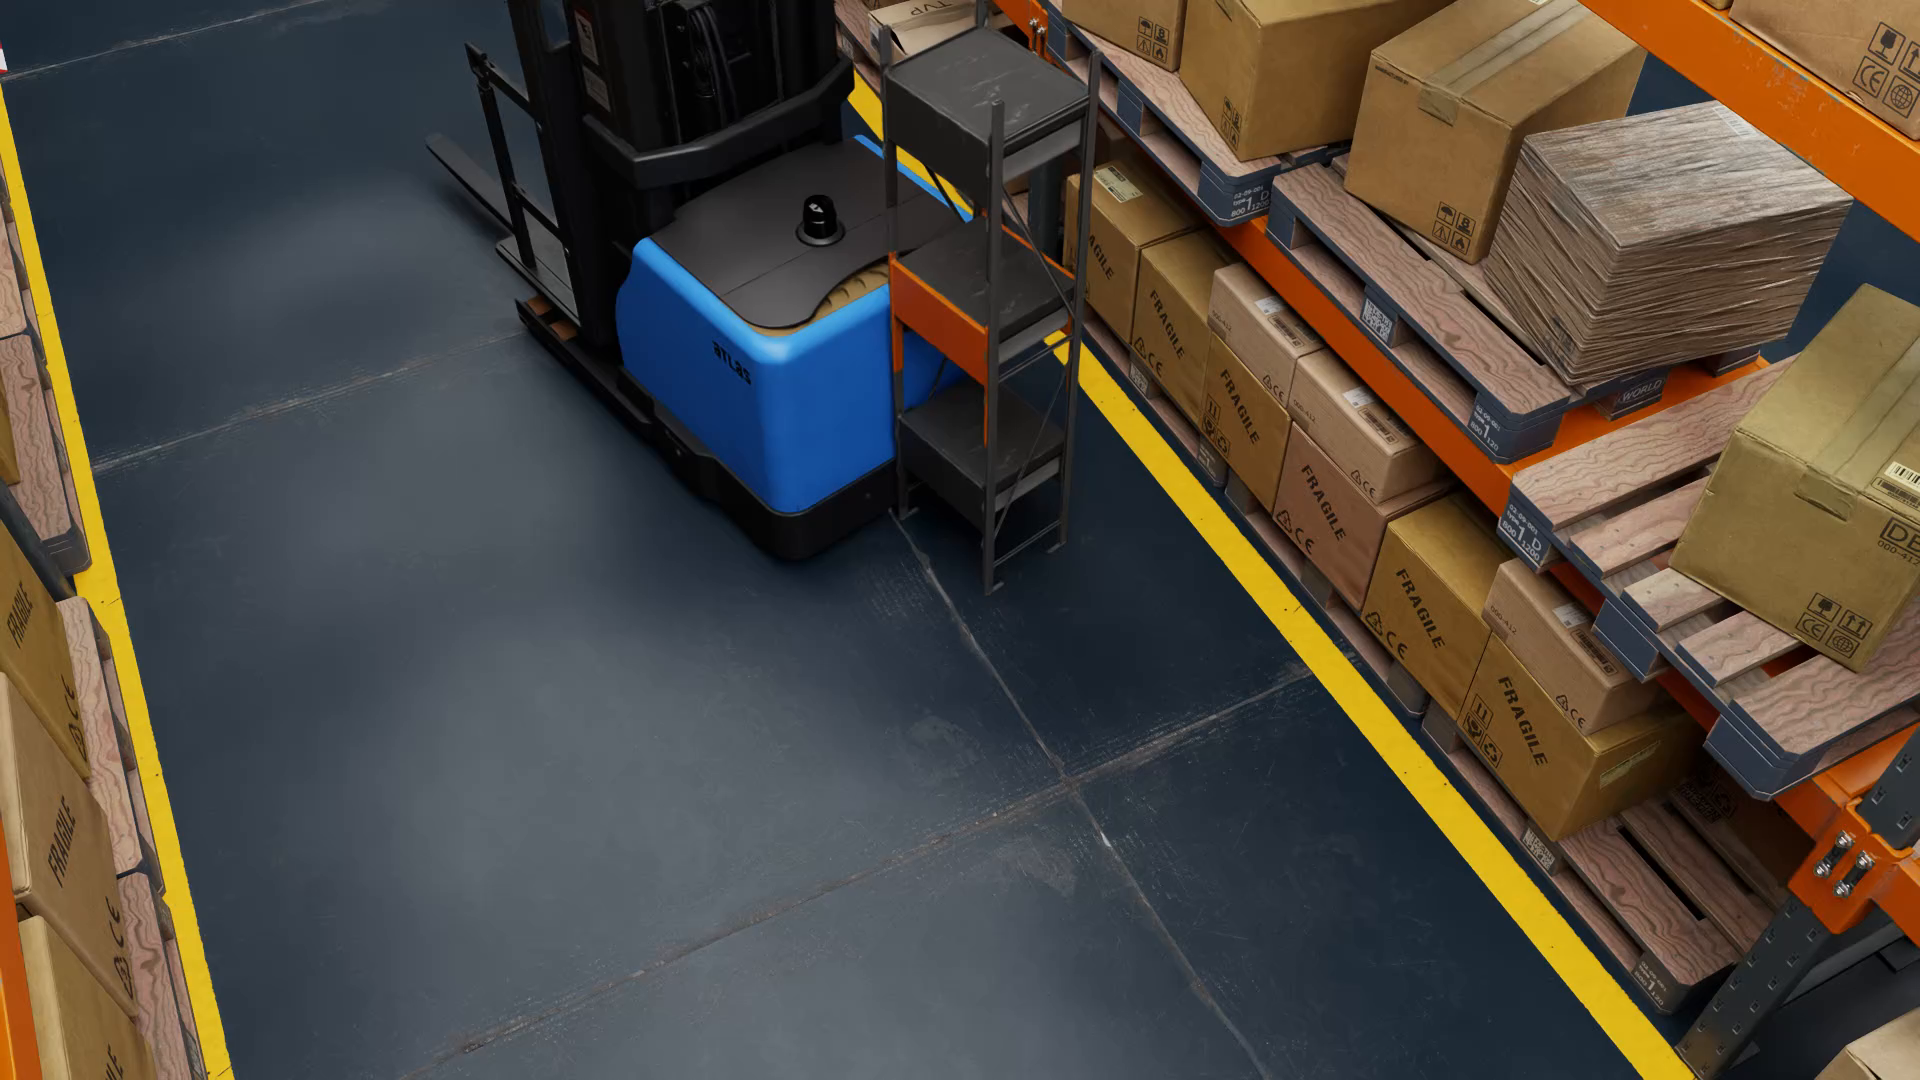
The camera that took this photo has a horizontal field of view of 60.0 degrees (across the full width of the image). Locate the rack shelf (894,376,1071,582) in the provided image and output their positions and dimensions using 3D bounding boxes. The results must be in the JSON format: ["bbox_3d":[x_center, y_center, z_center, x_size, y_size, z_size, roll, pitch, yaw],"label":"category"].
[{"bbox_3d":[0.083,-0.253,6.024,0.431,0.518,0.480,-33,56,-25],"label":"rack shelf"}]

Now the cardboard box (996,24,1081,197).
[{"bbox_3d":[0.243,-1.891,7.279,0.500,0.500,0.500,-21,52,-18],"label":"cardboard box"}]

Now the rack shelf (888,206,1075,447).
[{"bbox_3d":[0.083,-0.714,5.497,0.431,0.518,0.480,-33,56,-25],"label":"rack shelf"}]

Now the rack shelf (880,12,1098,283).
[{"bbox_3d":[0.083,-1.175,4.970,0.431,0.518,0.480,-33,56,-25],"label":"rack shelf"}]

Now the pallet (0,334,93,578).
[{"bbox_3d":[-3.926,-0.194,6.280,1.003,0.211,1.213,-21,52,-18],"label":"pallet"}]

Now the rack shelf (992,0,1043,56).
[{"bbox_3d":[-0.160,-3.387,7.697,1.077,0.370,4.000,-21,52,-18],"label":"rack shelf"}]

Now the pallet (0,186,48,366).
[{"bbox_3d":[-4.488,-1.012,6.995,1.003,0.211,1.213,-21,52,-18],"label":"pallet"}]

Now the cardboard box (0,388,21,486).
[{"bbox_3d":[-3.898,-0.427,6.013,0.700,0.500,0.500,-21,52,-17],"label":"cardboard box"}]

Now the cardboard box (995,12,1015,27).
[{"bbox_3d":[0.351,-2.428,7.971,0.380,0.166,0.250,-21,52,-18],"label":"cardboard box"}]

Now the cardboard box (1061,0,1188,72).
[{"bbox_3d":[0.774,-2.062,5.715,0.500,0.500,0.700,35,58,27],"label":"cardboard box"}]

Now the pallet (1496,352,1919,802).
[{"bbox_3d":[2.214,0.026,4.362,1.213,0.211,1.003,-21,52,-18],"label":"pallet"}]

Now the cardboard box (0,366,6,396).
[{"bbox_3d":[-4.125,-0.765,6.308,0.700,0.500,0.500,-22,52,-18],"label":"cardboard box"}]

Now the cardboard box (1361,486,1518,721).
[{"bbox_3d":[1.713,0.179,5.469,0.500,0.500,0.500,-23,53,-19],"label":"cardboard box"}]

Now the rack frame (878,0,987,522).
[{"bbox_3d":[-0.076,-0.862,5.609,0.400,2.100,0.015,-33,56,-25],"label":"rack frame"}]

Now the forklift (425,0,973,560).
[{"bbox_3d":[-1.199,-1.936,5.996,1.130,2.935,3.031,-33,56,-25],"label":"forklift"}]

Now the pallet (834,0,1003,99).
[{"bbox_3d":[-0.120,-2.645,8.423,1.003,0.211,1.213,-21,52,-18],"label":"pallet"}]

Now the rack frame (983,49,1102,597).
[{"bbox_3d":[0.242,-0.583,5.365,0.400,2.100,0.015,-33,56,-25],"label":"rack frame"}]

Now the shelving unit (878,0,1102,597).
[{"bbox_3d":[0.083,-0.723,5.487,0.431,2.100,0.503,-33,56,-25],"label":"shelving unit"}]

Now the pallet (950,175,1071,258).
[{"bbox_3d":[0.442,-1.827,7.708,1.003,0.211,1.213,-21,52,-18],"label":"pallet"}]

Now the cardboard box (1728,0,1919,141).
[{"bbox_3d":[2.123,-1.250,3.291,0.910,0.500,0.500,-21,52,-18],"label":"cardboard box"}]

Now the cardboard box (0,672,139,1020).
[{"bbox_3d":[-2.825,0.977,4.552,0.750,0.750,0.750,-20,52,-16],"label":"cardboard box"}]

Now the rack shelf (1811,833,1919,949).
[{"bbox_3d":[3.501,1.967,3.014,1.077,0.370,4.000,-21,52,-18],"label":"rack shelf"}]

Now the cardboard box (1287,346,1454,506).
[{"bbox_3d":[1.448,-0.441,5.513,0.500,0.250,0.500,-22,52,-18],"label":"cardboard box"}]

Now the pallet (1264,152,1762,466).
[{"bbox_3d":[1.692,-0.845,5.124,1.003,0.211,1.213,-21,52,-18],"label":"pallet"}]

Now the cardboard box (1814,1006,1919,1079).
[{"bbox_3d":[2.565,1.426,4.185,0.500,0.311,0.500,-20,52,-16],"label":"cardboard box"}]

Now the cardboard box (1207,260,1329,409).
[{"bbox_3d":[1.218,-0.777,5.807,0.500,0.250,0.500,-21,52,-17],"label":"cardboard box"}]

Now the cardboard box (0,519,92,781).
[{"bbox_3d":[-3.234,0.383,5.071,0.750,0.750,0.750,-21,52,-17],"label":"cardboard box"}]

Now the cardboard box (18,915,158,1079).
[{"bbox_3d":[-2.432,1.544,4.056,0.750,0.750,0.750,-21,52,-18],"label":"cardboard box"}]

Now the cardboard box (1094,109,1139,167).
[{"bbox_3d":[0.756,-1.900,7.413,0.500,0.311,0.500,-21,52,-18],"label":"cardboard box"}]

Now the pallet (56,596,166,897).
[{"bbox_3d":[-3.227,0.832,5.382,1.003,0.211,1.213,-21,52,-18],"label":"pallet"}]

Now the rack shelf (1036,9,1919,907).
[{"bbox_3d":[1.671,-0.710,5.356,1.077,0.370,4.000,-21,52,-18],"label":"rack shelf"}]

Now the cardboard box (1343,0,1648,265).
[{"bbox_3d":[1.619,-1.295,5.044,0.700,0.500,0.500,-34,57,-26],"label":"cardboard box"}]

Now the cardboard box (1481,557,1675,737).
[{"bbox_3d":[1.920,0.242,4.916,0.500,0.250,0.500,-19,52,-16],"label":"cardboard box"}]

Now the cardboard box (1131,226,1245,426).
[{"bbox_3d":[1.014,-0.846,6.366,0.500,0.500,0.500,-20,52,-17],"label":"cardboard box"}]

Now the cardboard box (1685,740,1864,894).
[{"bbox_3d":[2.632,0.667,5.042,0.500,0.500,0.500,-19,52,-16],"label":"cardboard box"}]

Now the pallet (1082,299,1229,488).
[{"bbox_3d":[1.162,-0.836,6.841,1.003,0.211,1.213,-21,52,-18],"label":"pallet"}]

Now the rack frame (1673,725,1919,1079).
[{"bbox_3d":[2.586,0.392,3.914,1.000,3.000,0.127,-21,52,-18],"label":"rack frame"}]

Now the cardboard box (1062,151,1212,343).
[{"bbox_3d":[0.760,-1.199,6.675,0.500,0.500,0.500,-23,53,-19],"label":"cardboard box"}]

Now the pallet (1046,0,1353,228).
[{"bbox_3d":[1.024,-1.649,5.827,1.003,0.211,1.213,-21,52,-18],"label":"pallet"}]

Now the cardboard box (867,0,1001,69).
[{"bbox_3d":[-0.100,-2.330,7.789,0.500,0.311,0.500,-21,52,-18],"label":"cardboard box"}]

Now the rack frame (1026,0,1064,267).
[{"bbox_3d":[0.756,-2.285,6.256,1.000,3.000,0.127,-21,52,-18],"label":"rack frame"}]

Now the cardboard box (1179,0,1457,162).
[{"bbox_3d":[1.145,-1.624,5.332,0.700,0.500,0.500,-14,50,-12],"label":"cardboard box"}]

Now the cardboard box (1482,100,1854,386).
[{"bbox_3d":[1.949,-0.840,4.646,0.700,0.500,0.500,-12,50,-11],"label":"cardboard box"}]

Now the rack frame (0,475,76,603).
[{"bbox_3d":[-3.647,-0.576,4.761,1.000,3.000,0.127,-21,52,-18],"label":"rack frame"}]

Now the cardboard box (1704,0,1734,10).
[{"bbox_3d":[1.885,-1.598,3.596,0.910,0.500,0.500,-21,52,-18],"label":"cardboard box"}]

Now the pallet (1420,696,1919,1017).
[{"bbox_3d":[2.278,0.797,5.412,1.003,0.211,1.213,-21,52,-18],"label":"pallet"}]

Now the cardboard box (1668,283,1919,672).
[{"bbox_3d":[2.198,-0.162,4.053,0.500,0.500,0.700,35,58,27],"label":"cardboard box"}]

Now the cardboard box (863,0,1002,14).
[{"bbox_3d":[-0.109,-2.864,8.128,0.797,0.503,0.637,-21,52,-18],"label":"cardboard box"}]

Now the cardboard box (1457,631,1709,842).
[{"bbox_3d":[1.949,0.525,5.166,0.500,0.500,0.500,-19,52,-16],"label":"cardboard box"}]

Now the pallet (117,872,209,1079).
[{"bbox_3d":[-2.665,1.650,4.667,1.003,0.211,1.213,-21,52,-18],"label":"pallet"}]

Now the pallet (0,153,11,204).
[{"bbox_3d":[-5.042,-1.827,7.708,1.003,0.211,1.213,-21,52,-18],"label":"pallet"}]

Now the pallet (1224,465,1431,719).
[{"bbox_3d":[1.724,-0.018,6.126,1.003,0.211,1.213,-21,52,-18],"label":"pallet"}]

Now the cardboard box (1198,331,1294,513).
[{"bbox_3d":[1.236,-0.509,6.071,0.500,0.500,0.500,-21,52,-17],"label":"cardboard box"}]

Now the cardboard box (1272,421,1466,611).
[{"bbox_3d":[1.467,-0.171,5.775,0.500,0.500,0.500,-23,53,-19],"label":"cardboard box"}]
